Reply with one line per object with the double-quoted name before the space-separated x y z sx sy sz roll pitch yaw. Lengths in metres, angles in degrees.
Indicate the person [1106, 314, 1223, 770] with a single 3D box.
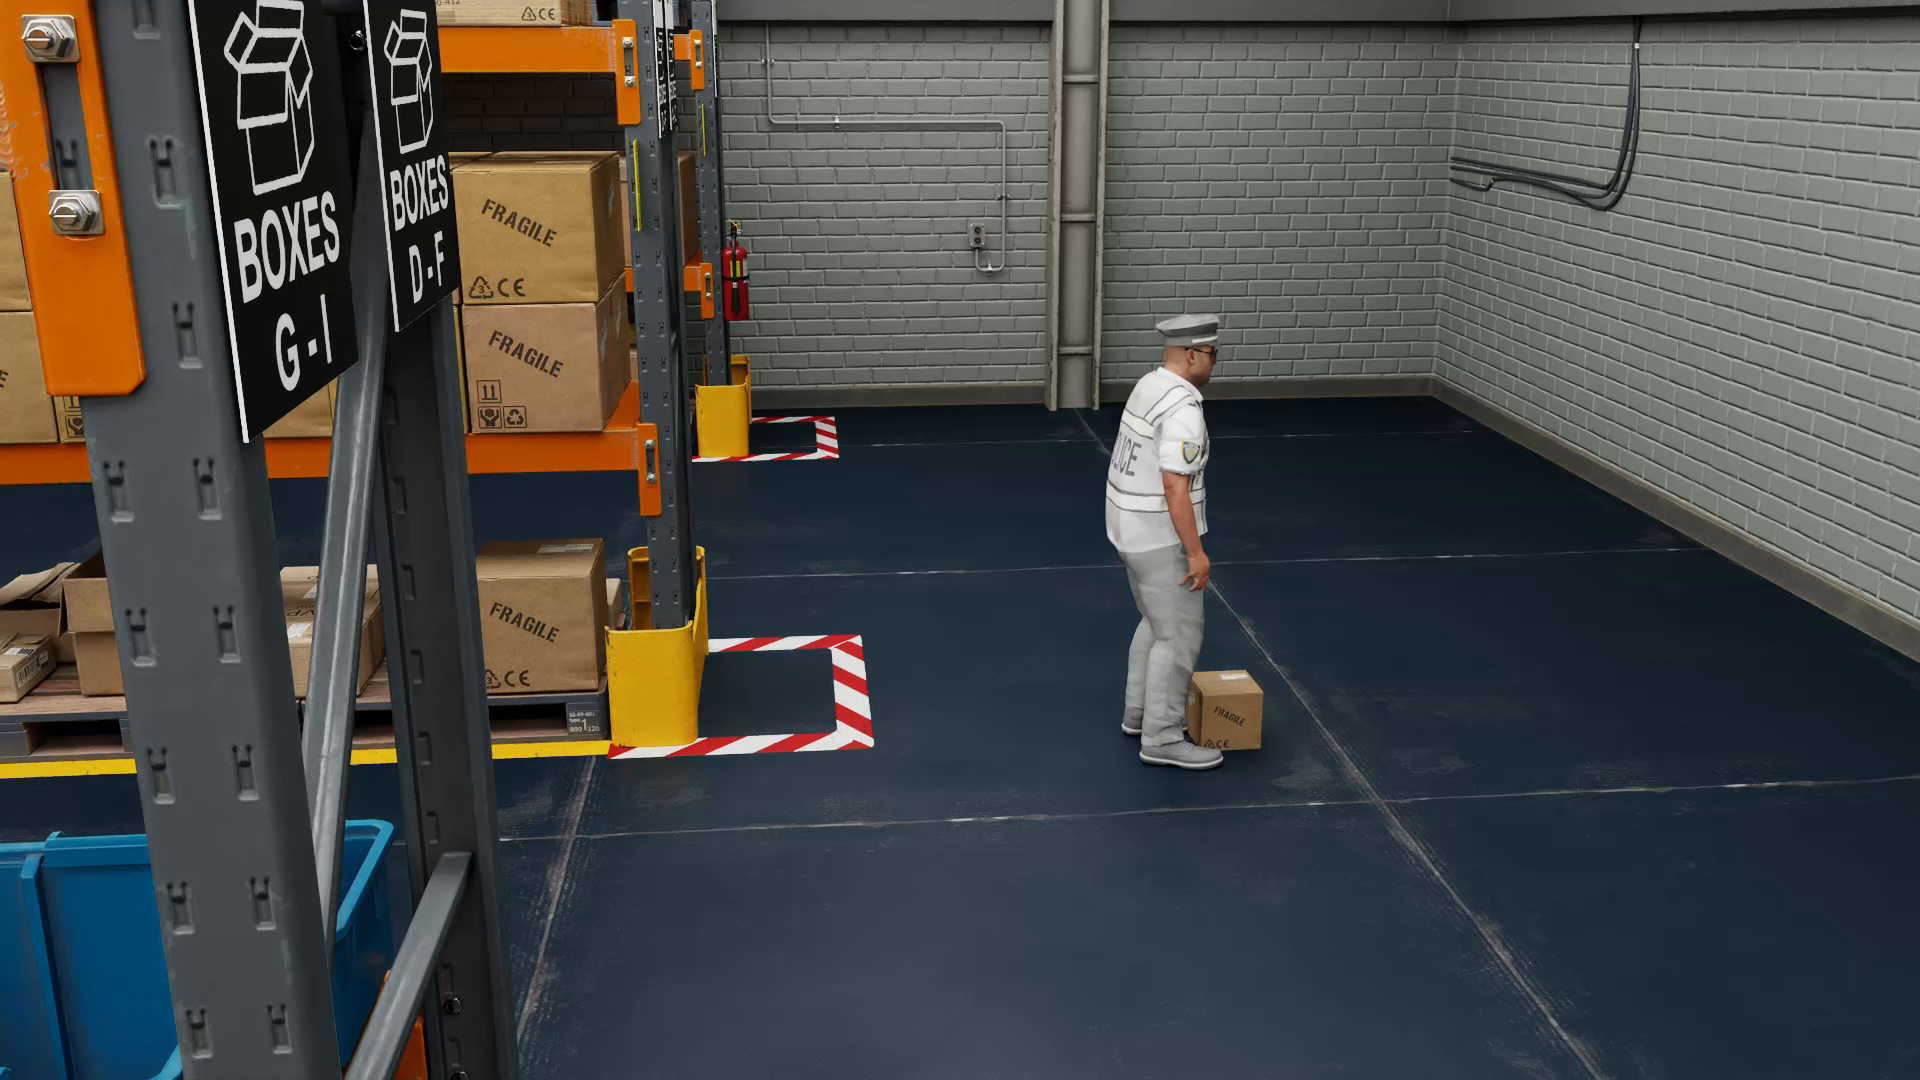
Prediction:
"person" 0.801 -0.011 6.558 0.427 1.750 0.603 -2 17 -8
